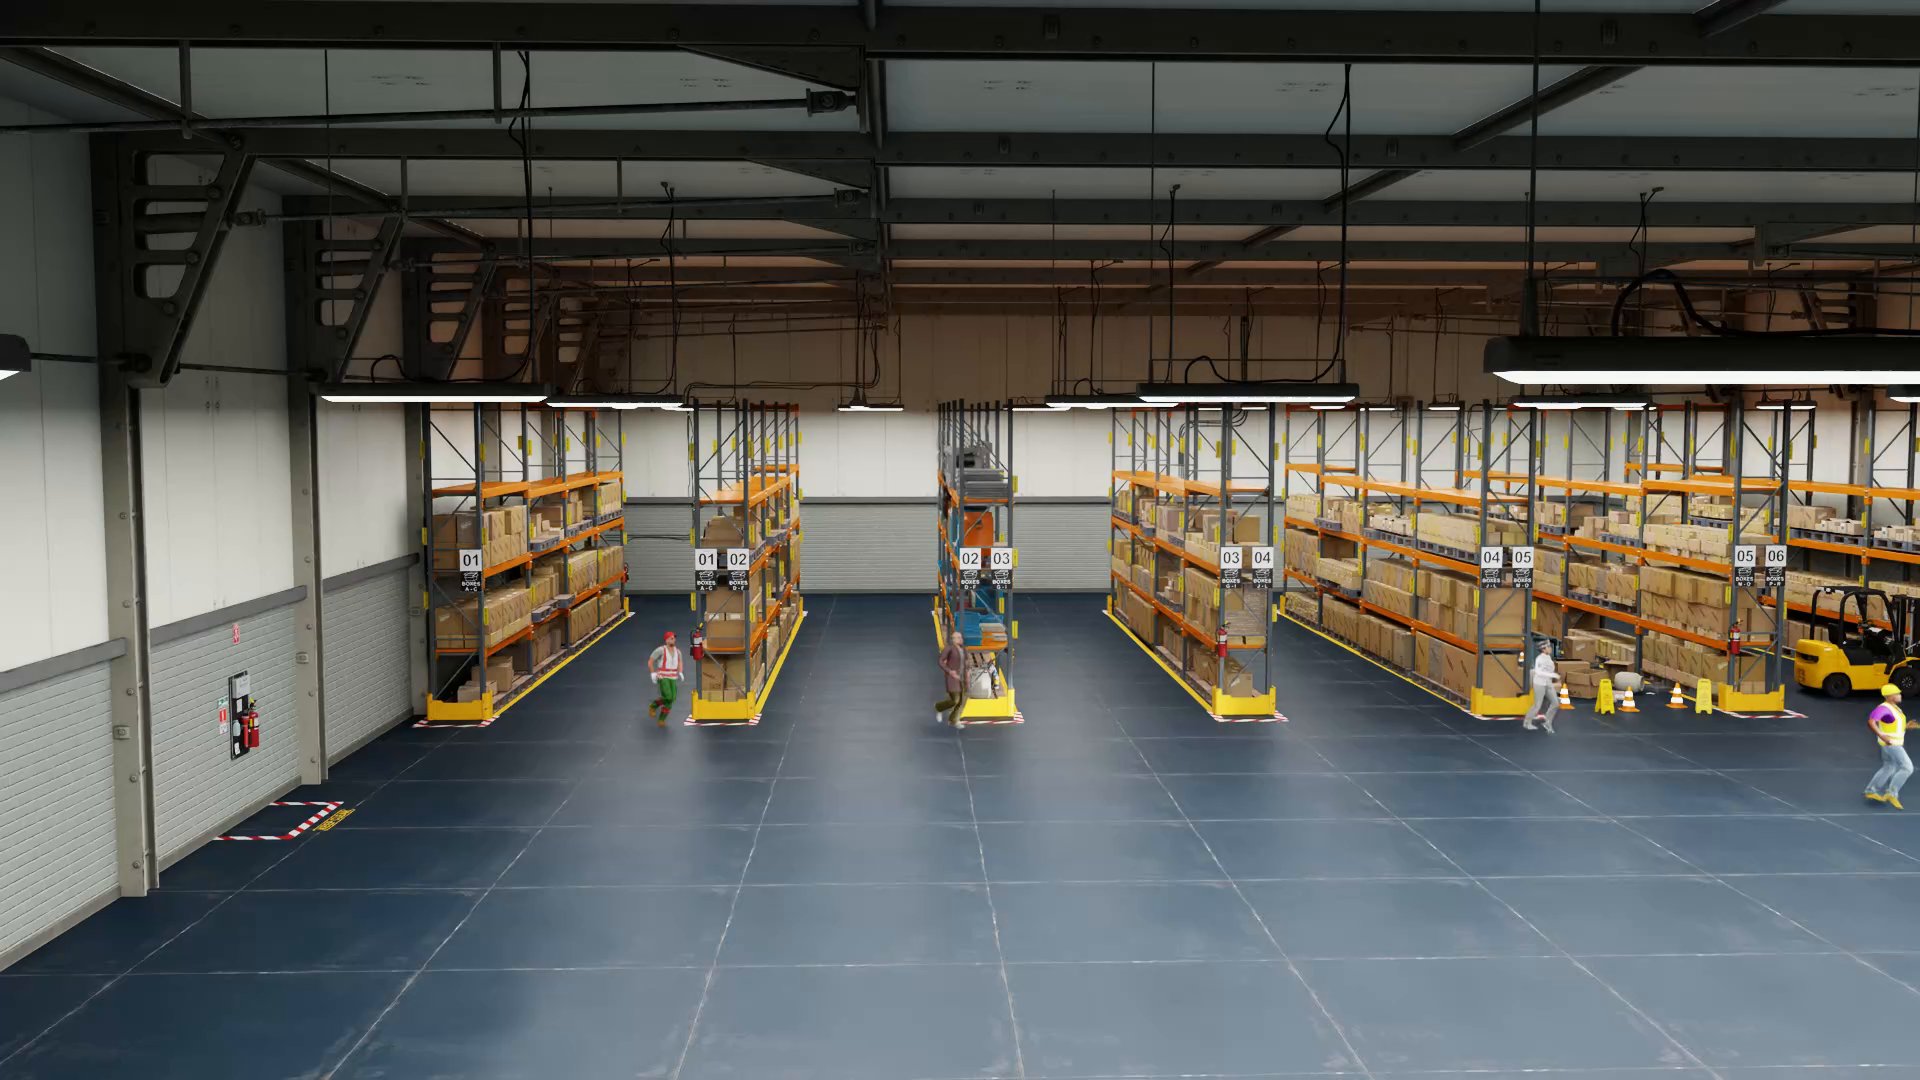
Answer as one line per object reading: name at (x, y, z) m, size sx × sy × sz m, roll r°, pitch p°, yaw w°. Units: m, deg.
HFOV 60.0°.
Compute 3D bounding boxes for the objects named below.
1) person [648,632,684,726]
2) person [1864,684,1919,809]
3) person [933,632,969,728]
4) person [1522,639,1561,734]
person at (-5.347, 2.547, 30.582) m, size 0.712 × 1.708 × 0.504 m, roll -4°, pitch 6°, yaw -44°
person at (13.603, 3.008, 24.239) m, size 0.696 × 1.809 × 0.674 m, roll 3°, pitch 5°, yaw 33°
person at (-0.115, 2.550, 30.491) m, size 0.651 × 1.736 × 0.734 m, roll 4°, pitch 6°, yaw 43°
person at (10.439, 2.634, 29.764) m, size 0.602 × 1.739 × 0.718 m, roll -4°, pitch 6°, yaw -44°
